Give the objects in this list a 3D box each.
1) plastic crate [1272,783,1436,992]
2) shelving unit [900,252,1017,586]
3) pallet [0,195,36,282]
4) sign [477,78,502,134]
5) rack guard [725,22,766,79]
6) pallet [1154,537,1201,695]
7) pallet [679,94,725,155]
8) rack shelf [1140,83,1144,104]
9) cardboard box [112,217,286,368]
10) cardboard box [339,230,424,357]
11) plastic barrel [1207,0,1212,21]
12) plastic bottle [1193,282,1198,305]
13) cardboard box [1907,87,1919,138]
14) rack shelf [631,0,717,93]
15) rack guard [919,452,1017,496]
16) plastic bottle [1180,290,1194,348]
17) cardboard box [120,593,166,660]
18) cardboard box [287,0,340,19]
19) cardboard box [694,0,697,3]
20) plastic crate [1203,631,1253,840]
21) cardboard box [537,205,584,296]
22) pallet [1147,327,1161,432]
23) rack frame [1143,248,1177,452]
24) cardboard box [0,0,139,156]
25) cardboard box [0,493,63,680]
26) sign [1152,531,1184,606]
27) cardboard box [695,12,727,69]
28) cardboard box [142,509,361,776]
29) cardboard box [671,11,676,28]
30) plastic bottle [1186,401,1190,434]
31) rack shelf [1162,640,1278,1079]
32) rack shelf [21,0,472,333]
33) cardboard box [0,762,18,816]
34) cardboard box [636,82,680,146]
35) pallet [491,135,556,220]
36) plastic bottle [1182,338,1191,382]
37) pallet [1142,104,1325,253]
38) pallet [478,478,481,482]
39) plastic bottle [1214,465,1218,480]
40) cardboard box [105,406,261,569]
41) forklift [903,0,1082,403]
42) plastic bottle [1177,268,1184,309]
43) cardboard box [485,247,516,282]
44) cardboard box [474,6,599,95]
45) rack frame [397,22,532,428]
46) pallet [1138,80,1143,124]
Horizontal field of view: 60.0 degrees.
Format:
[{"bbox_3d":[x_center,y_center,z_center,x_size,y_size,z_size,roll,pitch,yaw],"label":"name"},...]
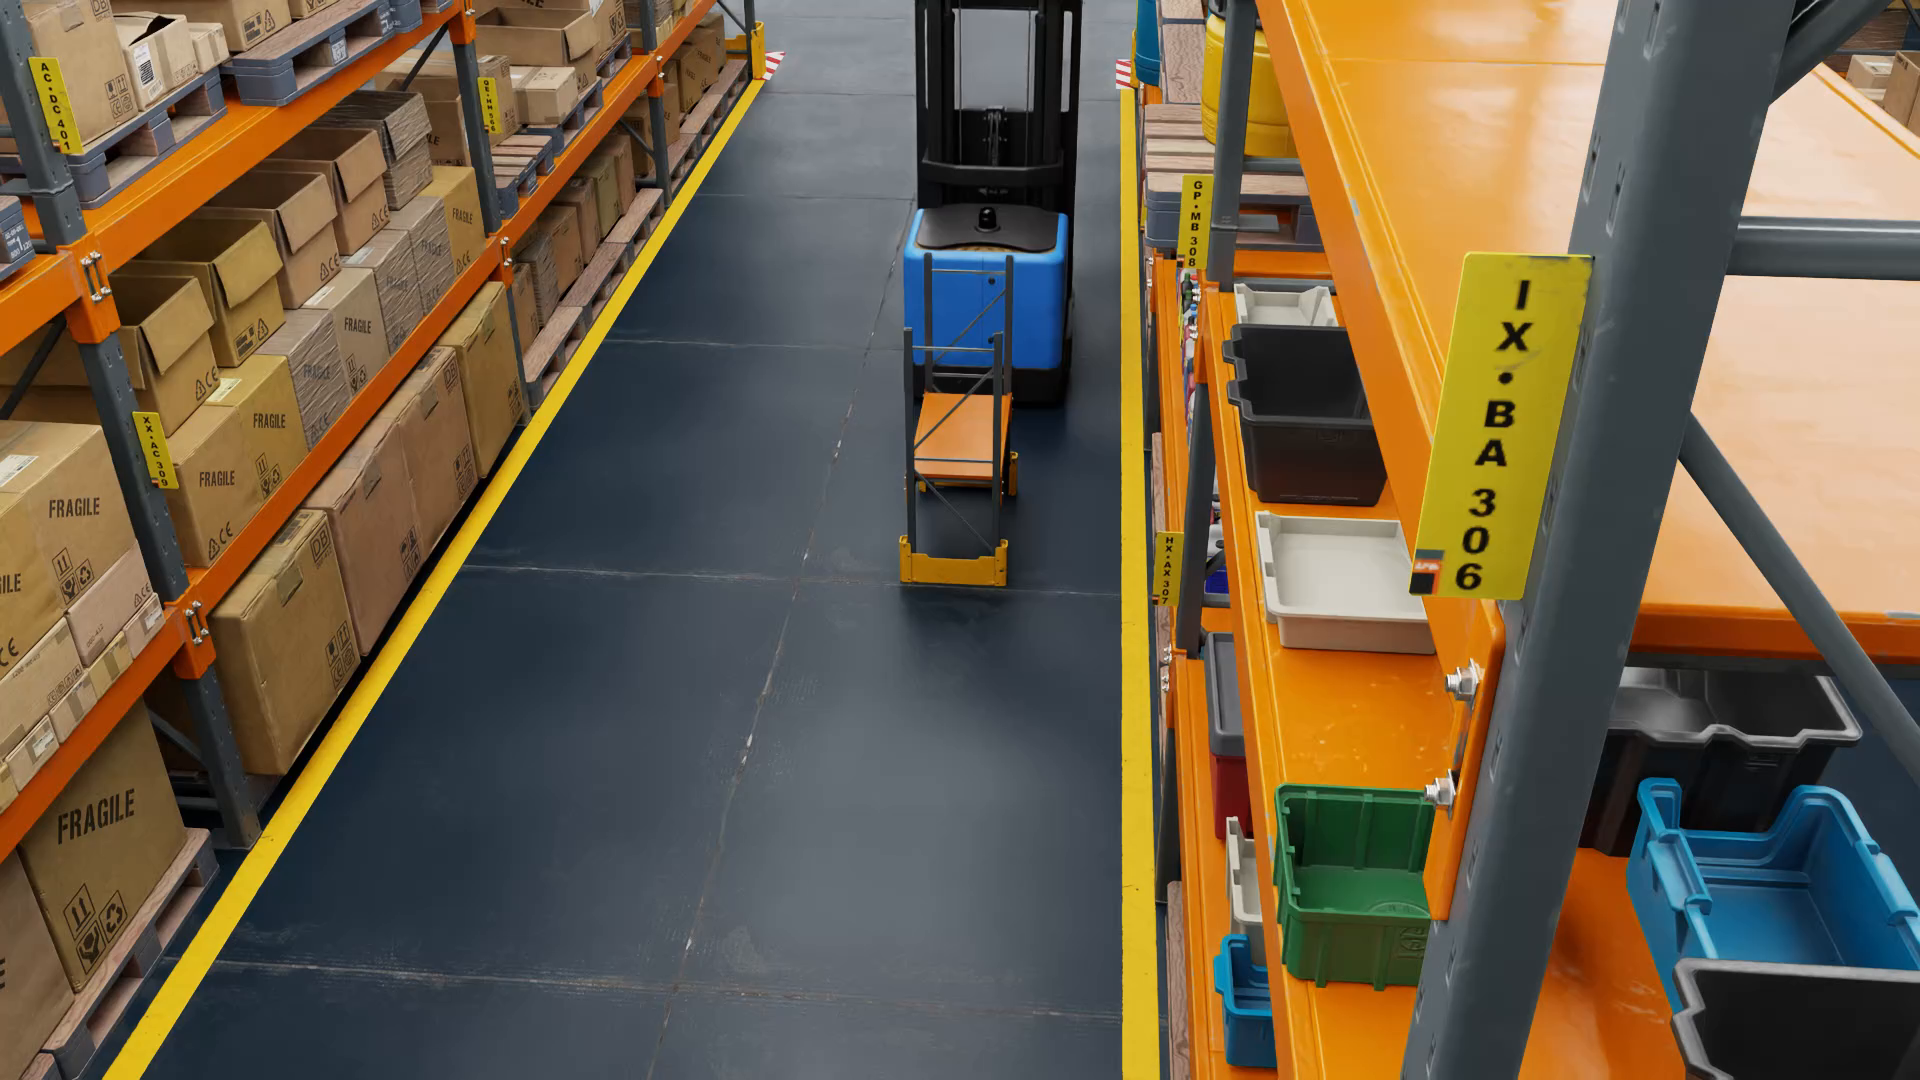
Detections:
[{"bbox_3d":[0.797,0.629,2.993,0.450,0.188,0.336,2,32,4],"label":"plastic crate"},{"bbox_3d":[0.006,-0.678,9.201,0.587,1.500,1.083,2,32,4],"label":"shelving unit"},{"bbox_3d":[-3.687,-0.771,5.148,1.003,0.211,1.213,2,32,4],"label":"pallet"},{"bbox_3d":[-2.731,-2.522,9.660,0.100,0.325,0.005,2,32,4],"label":"sign"},{"bbox_3d":[-2.639,-5.130,17.379,1.175,0.500,0.348,2,32,4],"label":"rack guard"},{"bbox_3d":[1.528,0.398,8.683,1.003,0.211,1.213,2,32,4],"label":"pallet"},{"bbox_3d":[-2.842,-3.948,15.735,1.003,0.211,1.213,2,32,4],"label":"pallet"},{"bbox_3d":[2.141,-4.671,14.936,1.077,0.370,4.000,2,32,4],"label":"rack shelf"},{"bbox_3d":[-3.498,-1.122,7.440,0.797,0.503,0.637,3,32,5],"label":"cardboard box"},{"bbox_3d":[-3.163,-1.293,8.674,0.500,0.500,0.500,1,32,2],"label":"cardboard box"},{"bbox_3d":[1.313,-2.316,6.692,0.600,0.901,0.708,2,32,4],"label":"plastic barrel"},{"bbox_3d":[1.281,-1.268,8.852,0.097,0.271,0.097,0,32,0],"label":"plastic bottle"},{"bbox_3d":[6.752,-2.822,11.155,0.500,0.500,0.500,3,32,4],"label":"cardboard box"},{"bbox_3d":[-2.795,-4.882,15.279,1.077,0.370,4.000,2,32,4],"label":"rack shelf"},{"bbox_3d":[0.047,-0.407,9.952,0.587,0.250,0.087,2,32,4],"label":"rack guard"},{"bbox_3d":[1.182,-1.147,8.643,0.061,0.283,0.133,2,32,4],"label":"plastic bottle"},{"bbox_3d":[-3.308,0.321,6.390,0.380,0.149,0.250,3,32,4],"label":"cardboard box"},{"bbox_3d":[-3.244,-2.772,7.815,0.500,0.500,0.500,4,32,7],"label":"cardboard box"},{"bbox_3d":[-2.532,-4.920,14.894,0.380,0.149,0.250,2,32,4],"label":"cardboard box"},{"bbox_3d":[1.004,0.656,5.489,0.402,0.464,0.583,2,32,4],"label":"plastic crate"},{"bbox_3d":[-3.178,-2.113,12.063,0.700,0.500,0.500,5,32,8],"label":"cardboard box"},{"bbox_3d":[1.754,-1.056,11.042,1.003,0.211,1.213,2,32,4],"label":"pallet"},{"bbox_3d":[1.653,-1.839,9.656,1.000,3.000,0.127,2,32,4],"label":"rack frame"},{"bbox_3d":[-3.572,-1.761,6.175,0.700,0.500,0.500,3,32,5],"label":"cardboard box"},{"bbox_3d":[-3.425,0.172,5.537,0.500,0.500,0.500,3,32,4],"label":"cardboard box"},{"bbox_3d":[0.779,0.110,6.229,0.100,0.325,0.005,2,32,4],"label":"sign"},{"bbox_3d":[-2.700,-5.023,16.804,0.500,0.500,0.500,8,33,13],"label":"cardboard box"},{"bbox_3d":[-3.577,0.431,7.597,1.225,0.875,0.875,3,32,4],"label":"cardboard box"},{"bbox_3d":[-2.615,-4.397,14.046,0.380,0.149,0.250,2,32,4],"label":"cardboard box"},{"bbox_3d":[1.120,-0.591,7.820,0.097,0.201,0.097,0,32,0],"label":"plastic bottle"},{"bbox_3d":[1.164,1.604,4.754,1.077,0.370,4.000,2,32,4],"label":"rack shelf"},{"bbox_3d":[-3.447,-1.976,7.704,1.077,0.370,4.000,2,32,4],"label":"rack shelf"},{"bbox_3d":[-3.391,0.859,5.517,0.380,0.149,0.250,3,32,5],"label":"cardboard box"},{"bbox_3d":[-2.847,-3.765,14.762,0.500,0.500,0.500,13,34,19],"label":"cardboard box"},{"bbox_3d":[-3.332,-2.347,10.662,1.213,0.211,1.003,2,32,4],"label":"pallet"},{"bbox_3d":[1.164,-0.909,8.269,0.097,0.271,0.097,0,32,0],"label":"plastic bottle"},{"bbox_3d":[1.293,-1.359,6.197,1.213,0.211,1.003,2,32,4],"label":"pallet"},{"bbox_3d":[-3.423,-0.455,10.067,1.003,0.211,1.213,2,32,4],"label":"pallet"},{"bbox_3d":[1.076,-0.221,7.078,0.144,0.351,0.185,2,32,4],"label":"plastic bottle"},{"bbox_3d":[-3.323,-0.232,6.952,0.500,0.500,0.500,3,32,4],"label":"cardboard box"},{"bbox_3d":[0.271,-2.893,11.431,1.130,2.935,3.031,3,32,4],"label":"forklift"},{"bbox_3d":[1.223,-1.407,9.066,0.061,0.283,0.133,2,32,4],"label":"plastic bottle"},{"bbox_3d":[-3.259,-1.845,10.914,0.500,0.250,0.500,4,32,6],"label":"cardboard box"},{"bbox_3d":[-3.007,-3.455,11.779,0.797,0.503,0.637,6,32,9],"label":"cardboard box"},{"bbox_3d":[-3.284,-2.051,9.999,1.000,3.000,0.127,2,32,4],"label":"rack frame"},{"bbox_3d":[2.273,-4.369,16.419,1.003,0.211,1.213,2,32,4],"label":"pallet"}]
